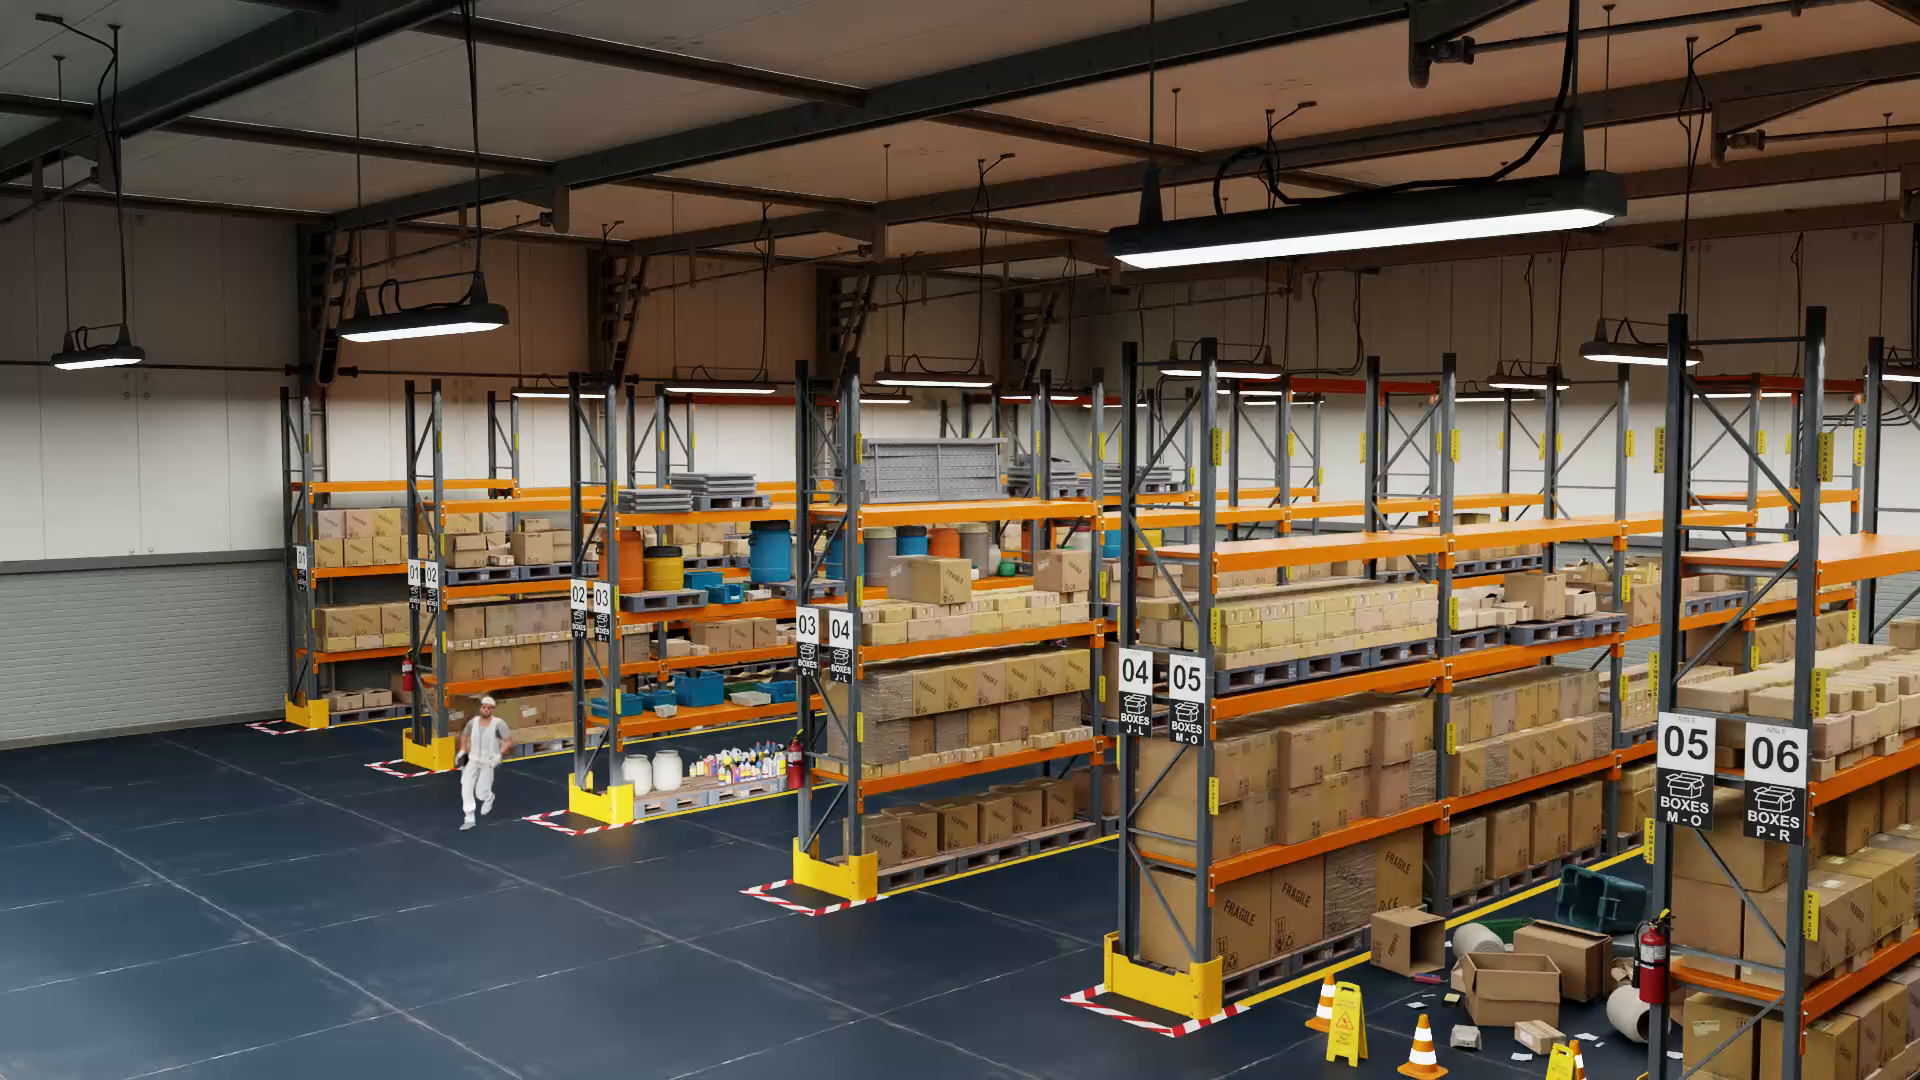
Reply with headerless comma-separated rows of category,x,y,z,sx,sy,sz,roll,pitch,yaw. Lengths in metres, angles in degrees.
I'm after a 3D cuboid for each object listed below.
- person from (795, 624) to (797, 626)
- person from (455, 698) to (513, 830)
person,-3.125,2.152,33.374,0.720,1.736,0.556,3,5,39
person,-6.230,2.916,21.810,0.704,1.731,0.575,0,4,7
